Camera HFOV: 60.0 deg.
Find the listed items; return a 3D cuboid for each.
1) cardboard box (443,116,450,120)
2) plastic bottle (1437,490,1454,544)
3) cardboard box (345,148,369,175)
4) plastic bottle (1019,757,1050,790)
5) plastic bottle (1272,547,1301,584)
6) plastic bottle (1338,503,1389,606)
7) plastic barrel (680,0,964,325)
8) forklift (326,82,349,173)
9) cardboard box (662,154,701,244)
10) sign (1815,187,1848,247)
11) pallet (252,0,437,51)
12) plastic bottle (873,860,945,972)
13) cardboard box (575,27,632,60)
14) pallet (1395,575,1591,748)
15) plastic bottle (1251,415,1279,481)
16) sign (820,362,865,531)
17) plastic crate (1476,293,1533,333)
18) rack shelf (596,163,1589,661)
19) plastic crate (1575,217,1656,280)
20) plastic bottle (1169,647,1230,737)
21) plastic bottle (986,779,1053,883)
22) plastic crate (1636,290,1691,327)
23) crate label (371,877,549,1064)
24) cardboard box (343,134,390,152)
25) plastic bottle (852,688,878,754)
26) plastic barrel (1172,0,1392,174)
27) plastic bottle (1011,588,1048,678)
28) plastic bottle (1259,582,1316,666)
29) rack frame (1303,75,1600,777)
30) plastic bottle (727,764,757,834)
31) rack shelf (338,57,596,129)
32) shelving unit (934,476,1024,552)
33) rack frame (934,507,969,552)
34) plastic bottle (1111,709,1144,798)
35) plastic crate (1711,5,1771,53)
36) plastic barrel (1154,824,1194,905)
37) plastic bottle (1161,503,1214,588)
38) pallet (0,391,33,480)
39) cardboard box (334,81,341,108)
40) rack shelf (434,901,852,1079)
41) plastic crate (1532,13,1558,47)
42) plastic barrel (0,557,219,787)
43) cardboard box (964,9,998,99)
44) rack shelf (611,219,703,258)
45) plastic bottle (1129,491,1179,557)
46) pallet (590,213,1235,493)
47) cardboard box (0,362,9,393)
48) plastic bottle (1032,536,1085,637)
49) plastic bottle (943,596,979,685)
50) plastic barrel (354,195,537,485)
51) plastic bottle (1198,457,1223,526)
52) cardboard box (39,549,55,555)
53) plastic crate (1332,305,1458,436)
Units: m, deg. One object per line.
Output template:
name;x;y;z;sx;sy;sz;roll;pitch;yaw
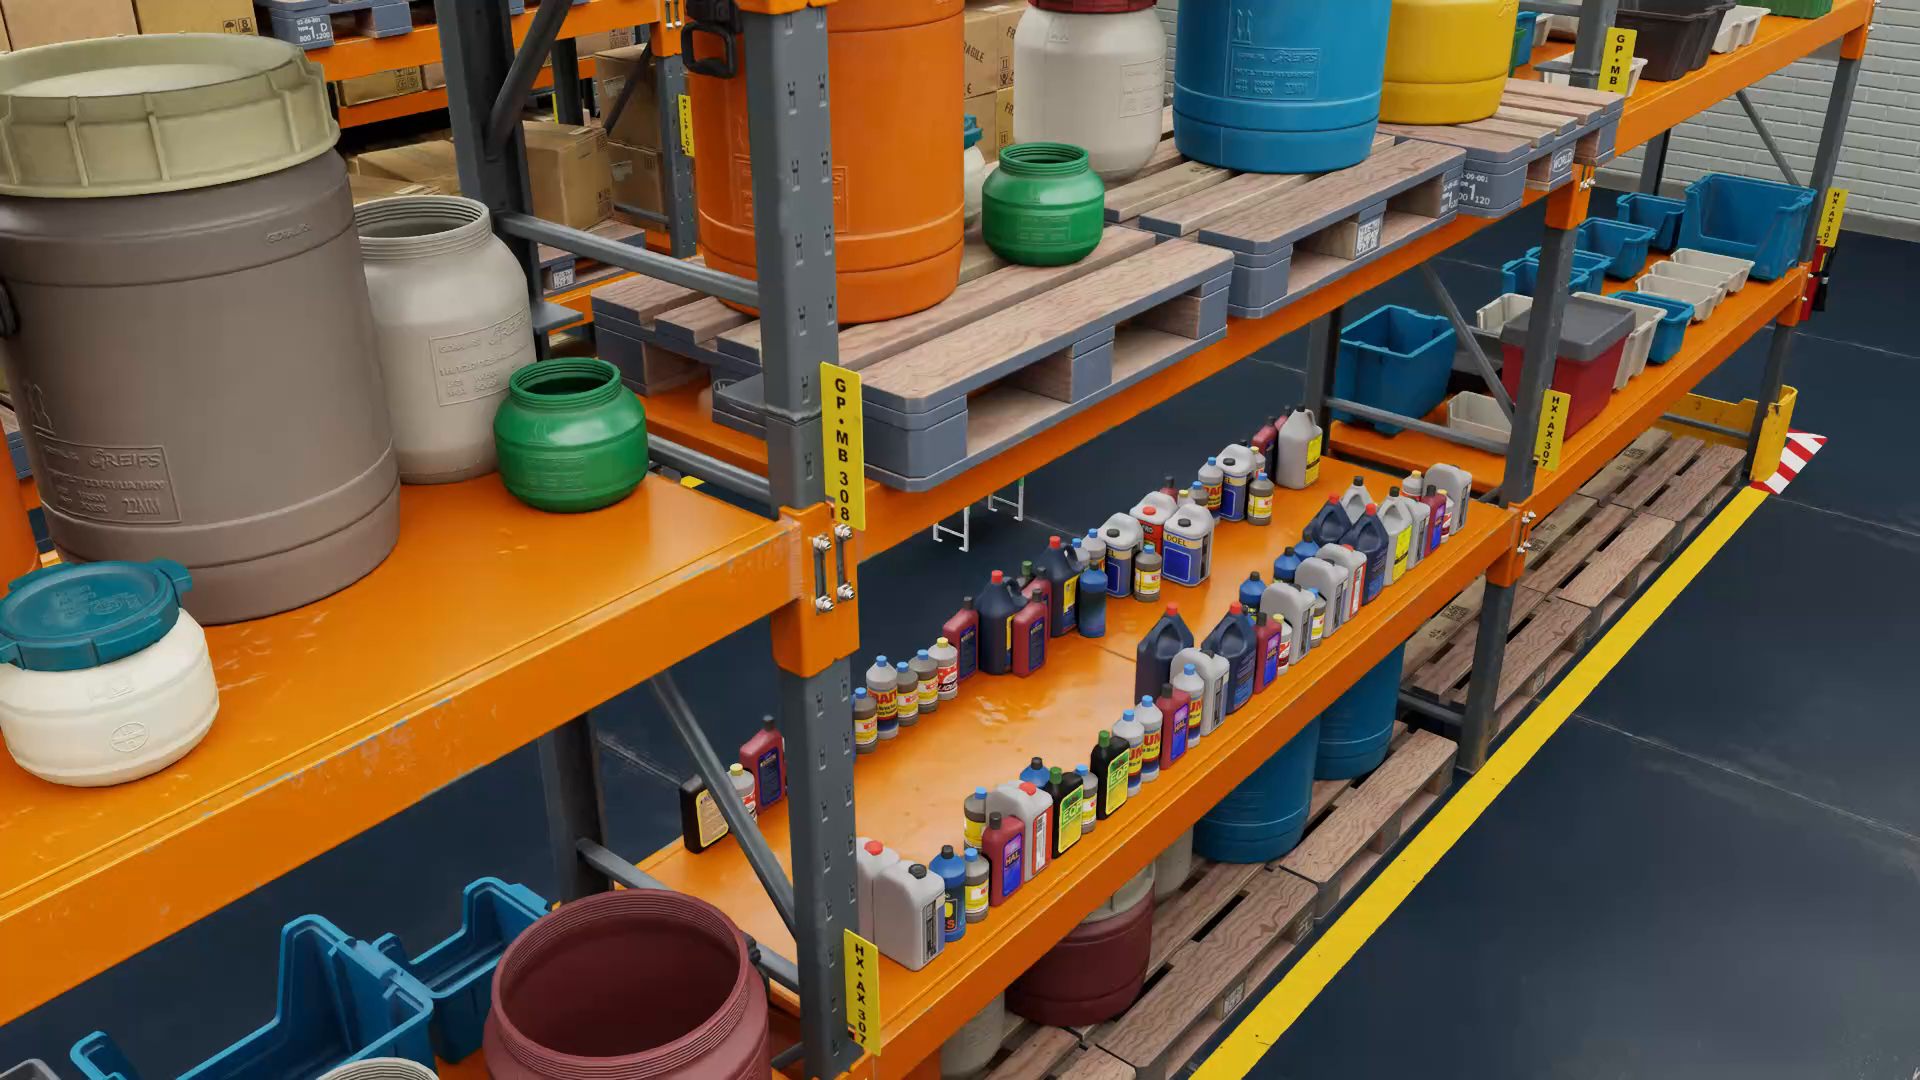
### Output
cardboard box;-4.294;-3.612;14.524;0.380;0.149;0.250;21;34;35
plastic bottle;1.838;-0.095;6.386;0.097;0.201;0.097;0;27;0
cardboard box;-4.839;-3.030;13.400;0.380;0.149;0.250;22;35;36
plastic bottle;0.215;0.734;4.706;0.097;0.271;0.097;0;27;0
plastic bottle;1.144;0.151;5.834;0.097;0.271;0.097;0;27;0
plastic bottle;1.442;0.042;5.958;0.144;0.351;0.185;21;34;34
plastic barrel;-0.289;-0.959;3.650;0.600;0.830;0.708;21;34;34
forklift;-4.638;-2.193;10.300;1.130;2.935;3.031;22;35;36
cardboard box;-1.393;-2.061;9.861;0.500;0.500;0.500;22;34;36
sign;4.871;-1.803;9.292;0.100;0.325;0.005;21;34;34
pallet;-3.054;-2.585;7.923;1.213;0.211;1.003;21;34;34
plastic bottle;-0.128;0.947;4.289;0.152;0.276;0.135;21;34;34
cardboard box;-3.525;-4.730;14.802;0.980;0.700;0.700;23;35;37
pallet;2.330;0.500;8.055;1.003;0.211;1.213;21;34;34
plastic bottle;1.245;-0.363;6.813;0.061;0.283;0.133;21;34;34
sign;-0.223;-0.176;3.176;0.100;0.325;0.005;21;34;34
plastic crate;2.768;-1.082;8.298;0.293;0.136;0.466;21;34;34
rack shelf;0.620;-0.771;4.993;1.077;0.370;4.000;21;34;34
plastic crate;3.607;-1.613;9.220;0.416;0.233;0.300;21;34;34
plastic bottle;0.755;0.456;5.240;0.152;0.276;0.135;21;34;34
plastic bottle;0.167;0.783;4.606;0.152;0.276;0.135;21;34;34
plastic crate;3.530;-1.138;8.407;0.298;0.136;0.250;21;34;34
crate label;-1.209;1.065;4.108;0.303;0.233;0.416;21;34;34
cardboard box;-4.942;-3.250;13.825;0.380;0.149;0.250;20;33;33
plastic bottle;-0.304;0.550;5.138;0.097;0.201;0.097;0;27;0
plastic barrel;0.925;-1.559;4.731;0.600;0.901;0.708;21;34;34
plastic bottle;0.232;0.306;5.520;0.061;0.283;0.133;21;34;34
plastic bottle;1.105;0.261;5.617;0.152;0.276;0.135;21;34;34
rack frame;1.892;-0.467;6.888;1.000;3.000;0.127;21;34;34
plastic bottle;-0.637;0.736;4.779;0.097;0.201;0.097;0;27;0
rack shelf;-4.480;-3.752;14.021;1.077;0.370;4.000;21;34;34
shelving unit;0.105;-0.592;9.088;0.258;1.200;0.503;21;34;34
rack frame;-0.050;-0.505;8.921;0.240;1.200;0.015;21;34;34
plastic bottle;0.493;0.623;4.921;0.097;0.271;0.097;0;27;0
plastic crate;3.313;-2.295;7.445;0.437;0.136;0.530;21;34;34
plastic barrel;0.654;1.065;6.178;0.421;0.512;0.421;0;27;0
plastic bottle;0.832;0.014;6.094;0.152;0.276;0.135;21;34;34
pallet;-4.095;-0.673;7.496;1.213;0.211;1.003;21;34;34
cardboard box;-5.395;-3.683;12.779;0.980;0.700;0.700;21;34;35
rack shelf;-1.924;1.980;2.941;1.077;0.370;4.000;21;34;34
plastic crate;2.407;-2.244;7.346;0.293;0.136;0.466;21;34;34
plastic barrel;-1.281;0.199;2.486;0.301;0.262;0.301;0;27;0
cardboard box;-0.101;-3.220;11.013;0.500;0.500;0.500;22;34;36
rack shelf;-0.656;-2.306;11.225;1.077;0.370;4.000;21;34;34
plastic bottle;0.715;-0.031;6.180;0.152;0.276;0.135;21;34;34
pallet;-0.090;-0.540;3.970;1.003;0.211;1.213;21;34;34
cardboard box;-4.158;-0.985;7.323;0.700;0.500;0.500;10;29;18
plastic bottle;0.339;0.143;5.763;0.144;0.351;0.185;21;34;34
plastic bottle;0.003;0.330;5.475;0.061;0.283;0.133;21;34;34
plastic barrel;-1.086;-0.410;3.392;0.421;0.512;0.421;0;27;0
plastic bottle;0.976;-0.194;6.501;0.097;0.271;0.097;0;27;0
cardboard box;-3.962;0.339;7.571;0.500;0.500;0.500;22;35;36
plastic crate;1.926;-0.752;7.391;0.392;0.384;0.575;21;34;34
